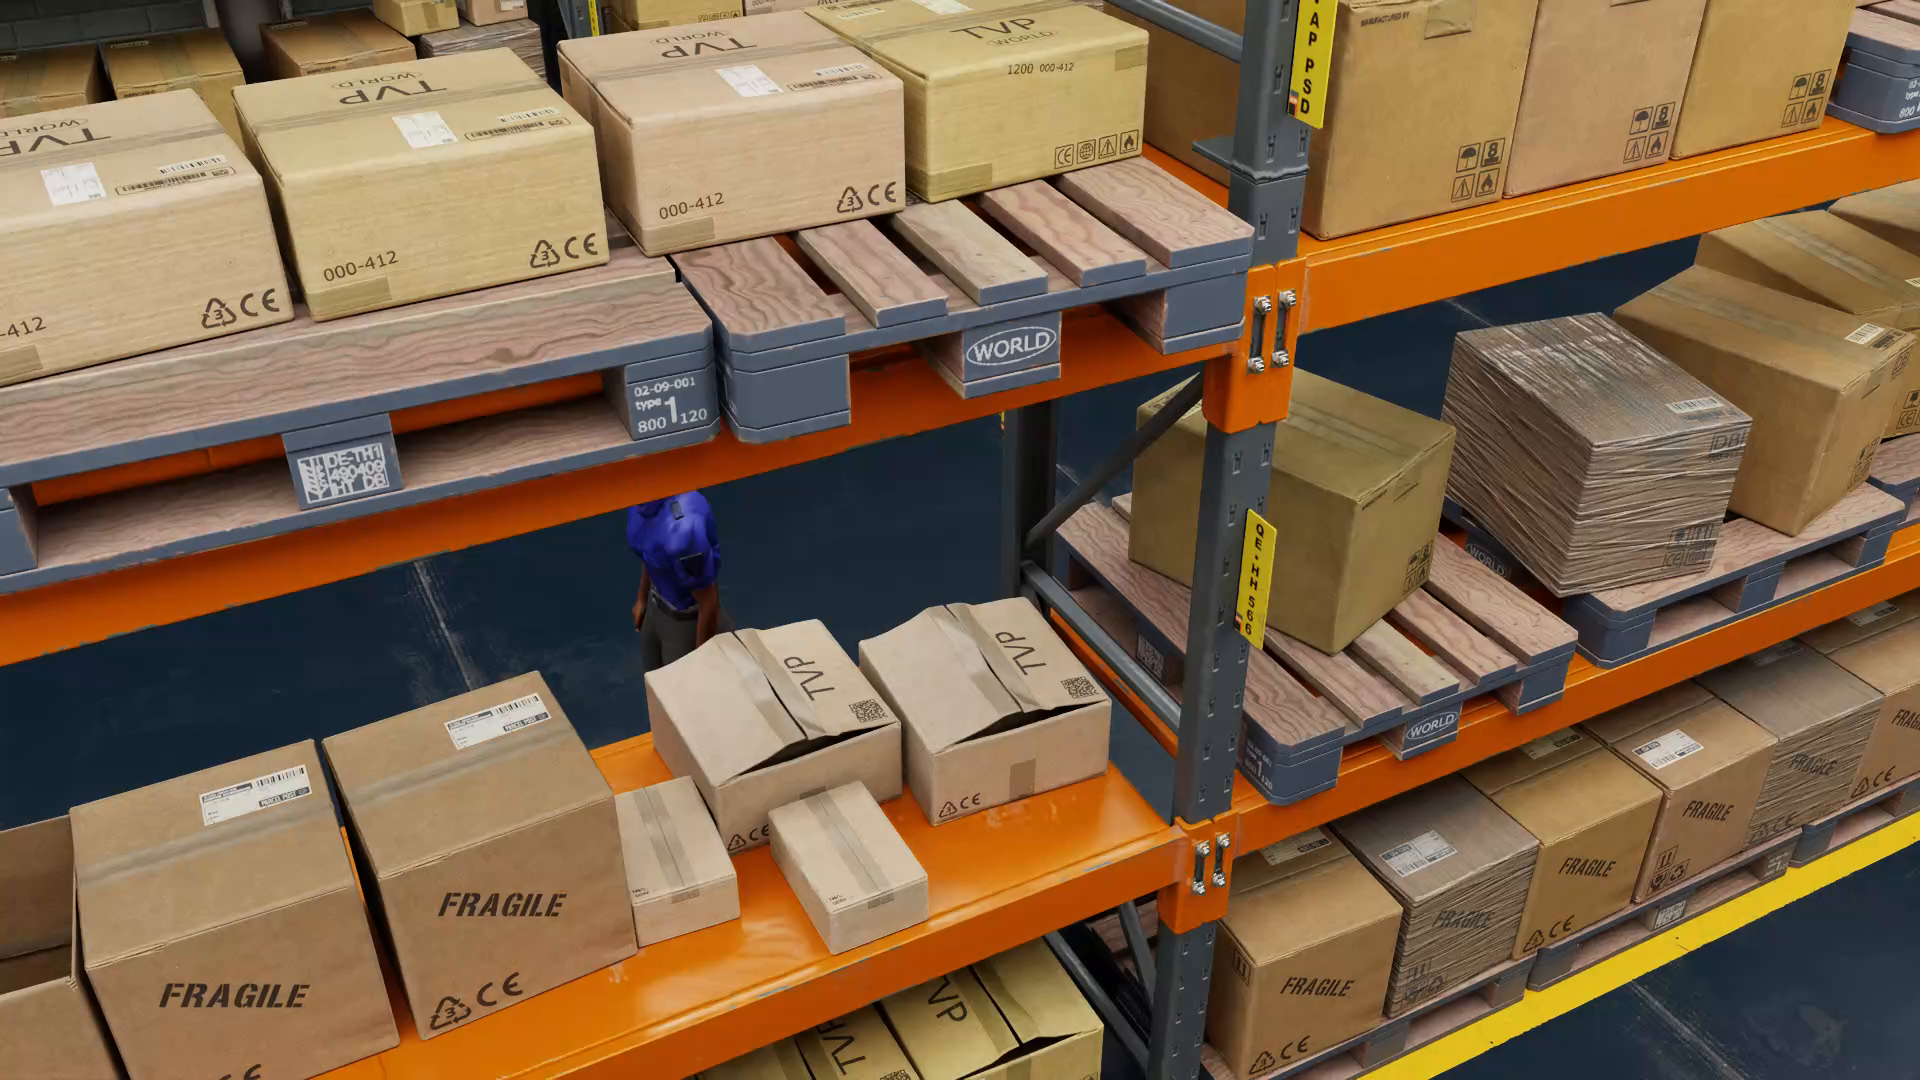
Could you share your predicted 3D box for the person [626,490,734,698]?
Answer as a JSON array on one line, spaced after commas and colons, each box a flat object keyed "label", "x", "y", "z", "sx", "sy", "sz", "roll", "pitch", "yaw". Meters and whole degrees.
[{"label": "person", "x": -0.971, "y": 0.303, "z": 5.682, "sx": 0.346, "sy": 1.656, "sz": 0.531, "roll": -18, "pitch": 37, "yaw": -25}]
